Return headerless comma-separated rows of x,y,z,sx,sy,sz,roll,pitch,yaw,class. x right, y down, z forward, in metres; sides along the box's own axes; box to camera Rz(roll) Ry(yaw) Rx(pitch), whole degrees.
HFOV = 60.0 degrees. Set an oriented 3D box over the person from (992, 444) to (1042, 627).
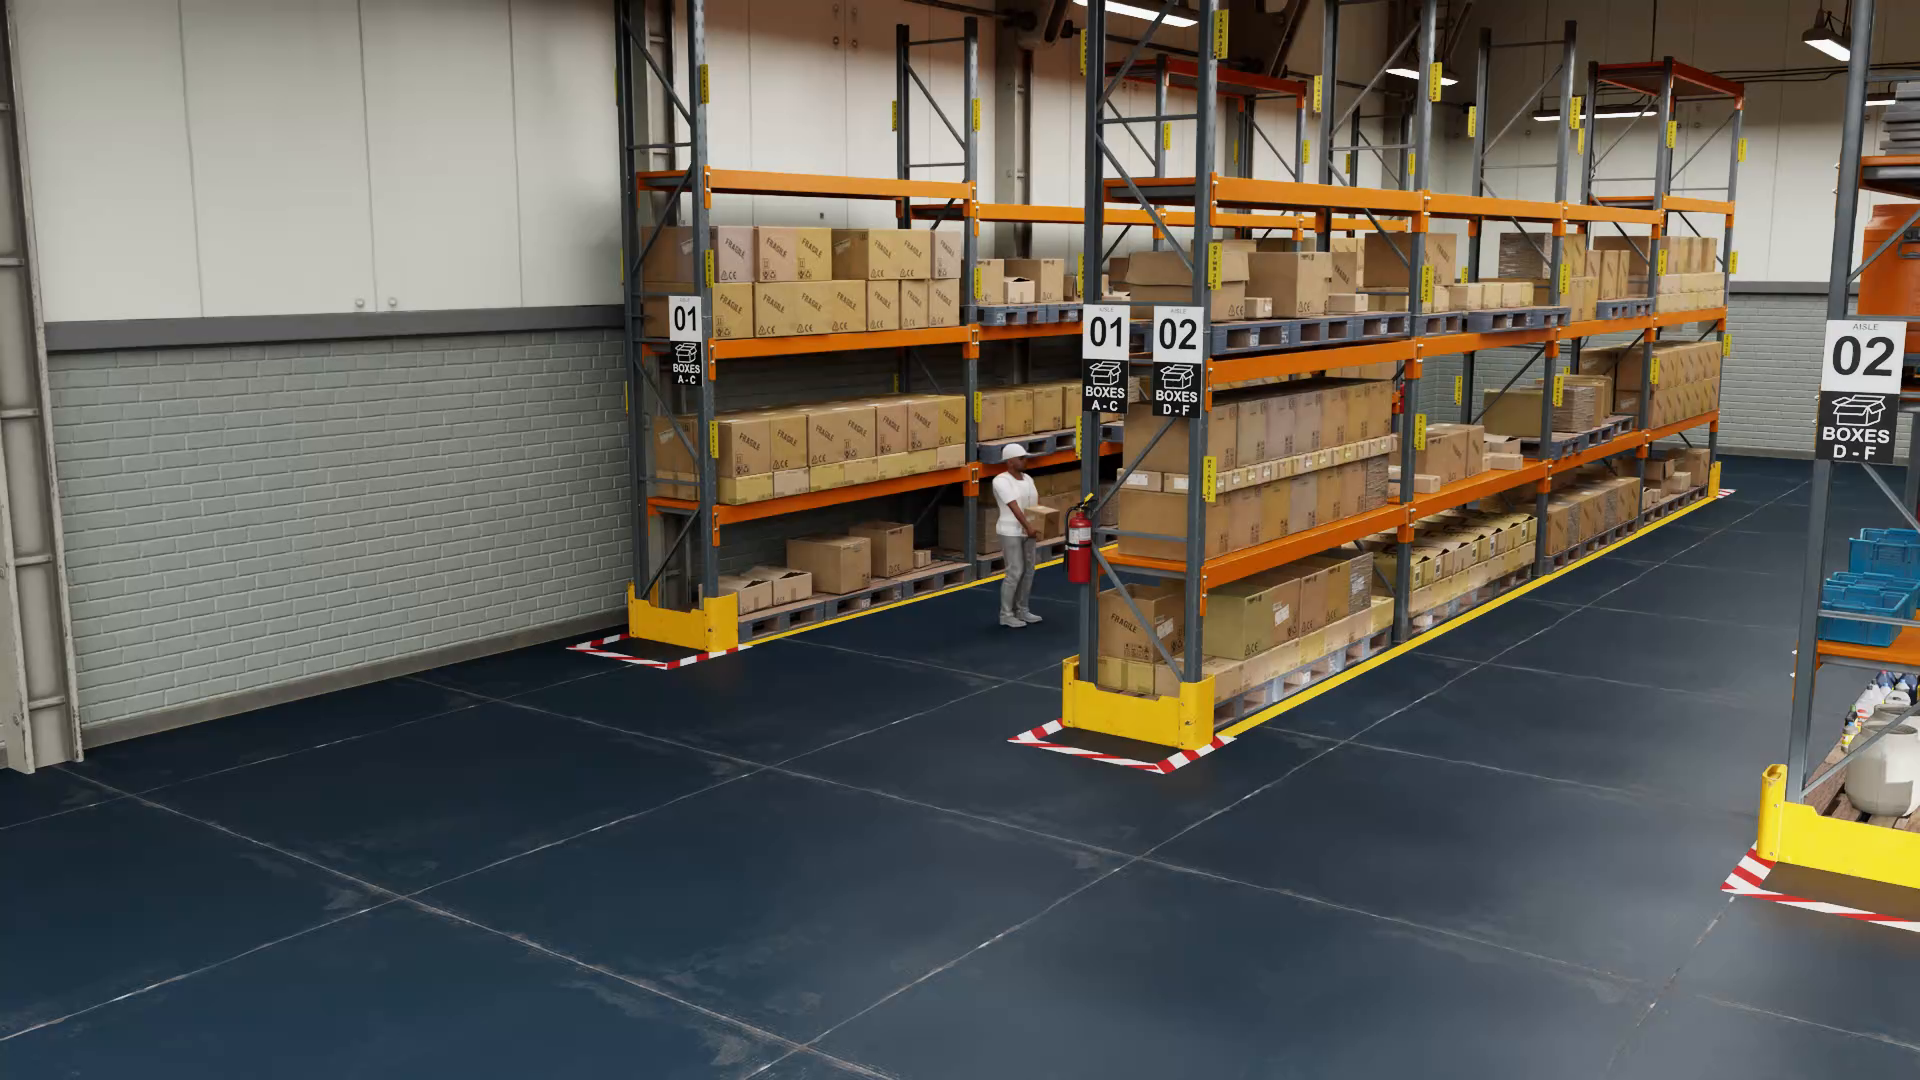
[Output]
0.642,-0.046,16.107,0.586,1.760,0.503,7,12,37,person
